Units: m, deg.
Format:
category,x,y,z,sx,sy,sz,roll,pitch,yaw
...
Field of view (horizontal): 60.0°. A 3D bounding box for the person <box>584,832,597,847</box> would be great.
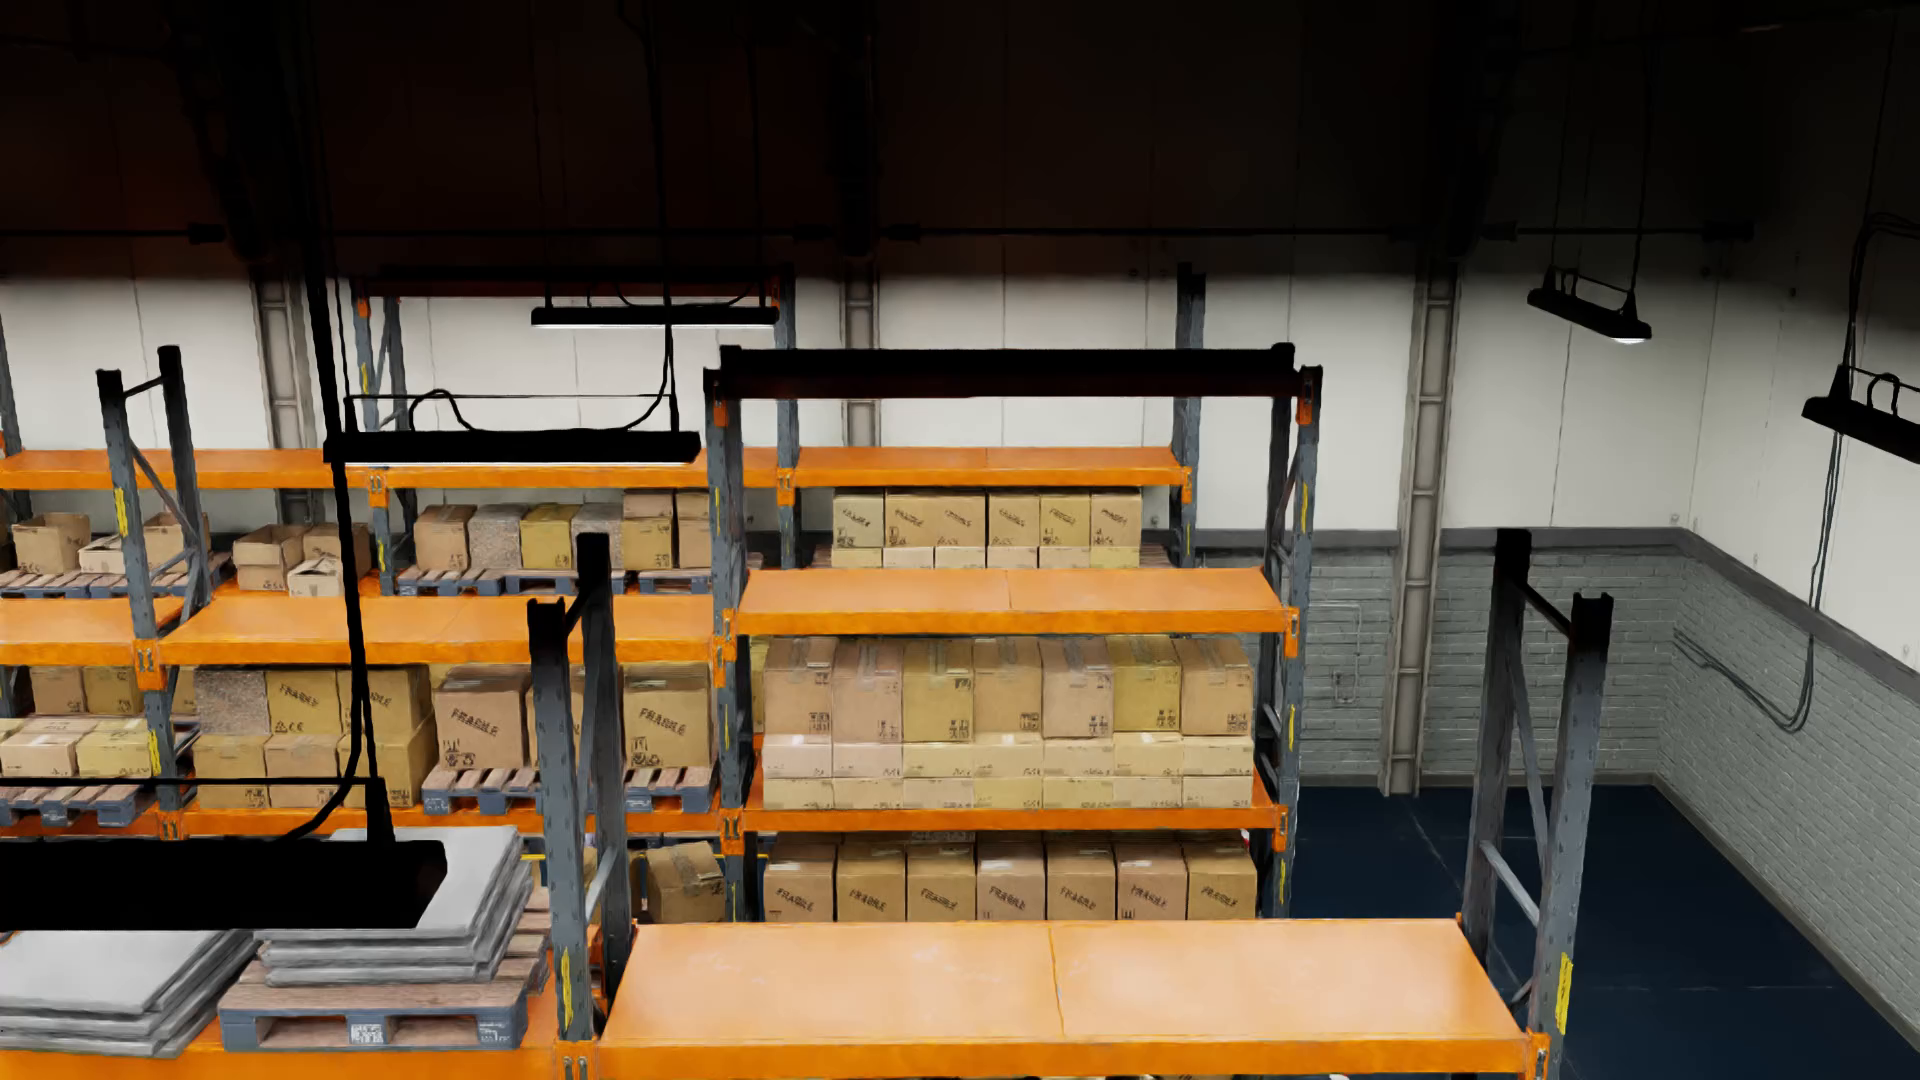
category,x,y,z,sx,sy,sz,roll,pitch,yaw
person,-3.337,3.130,15.127,1.001,1.495,0.491,-1,16,-2
